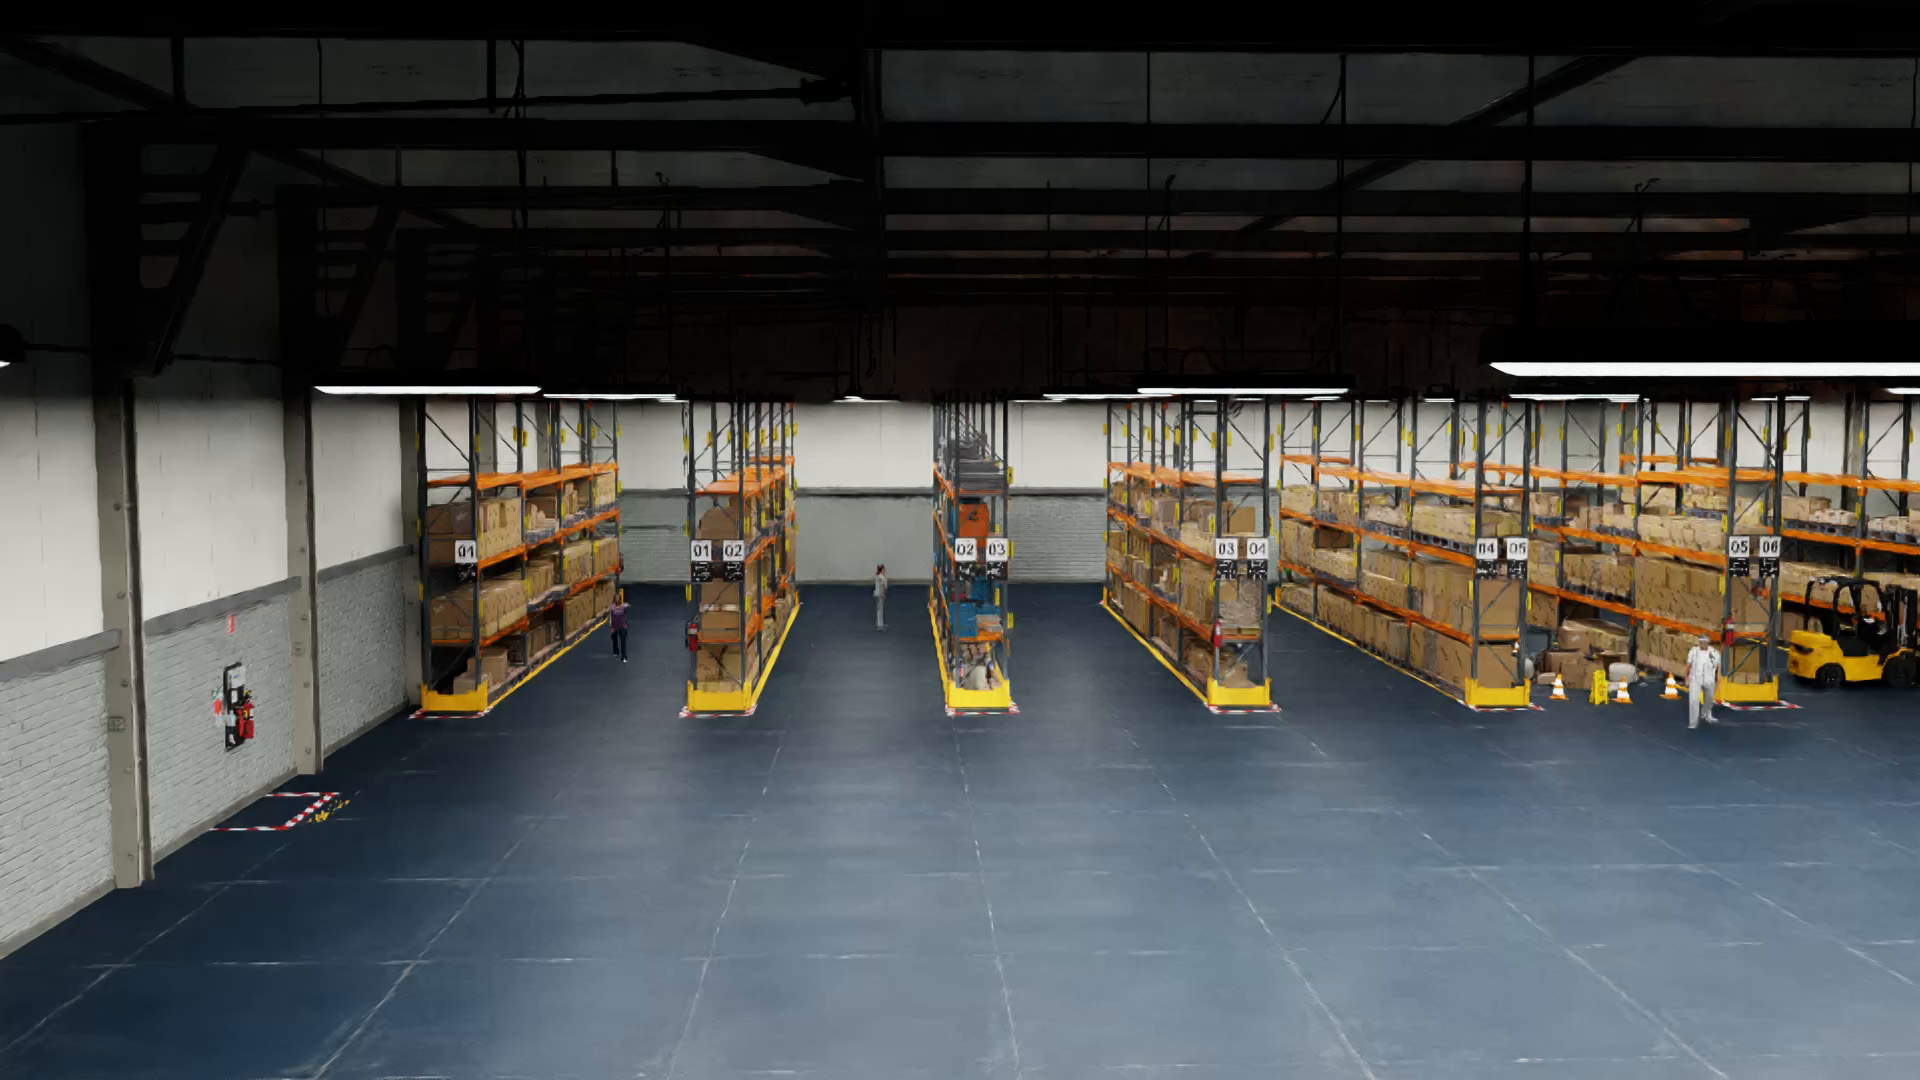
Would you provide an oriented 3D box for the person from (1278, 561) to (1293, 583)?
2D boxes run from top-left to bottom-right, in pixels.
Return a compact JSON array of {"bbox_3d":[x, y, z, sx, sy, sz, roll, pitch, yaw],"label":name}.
[{"bbox_3d":[10.203,0.611,51.672,0.495,1.773,0.631,-4,6,-41],"label":"person"}]

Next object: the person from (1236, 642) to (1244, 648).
[{"bbox_3d":[6.644,1.661,39.188,0.588,1.700,1.193,0,5,-4],"label":"person"}]

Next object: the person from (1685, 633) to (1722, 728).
[{"bbox_3d":[13.197,2.465,29.534,0.585,1.697,0.979,2,5,19],"label":"person"}]

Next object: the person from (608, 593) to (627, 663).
[{"bbox_3d":[-7.588,1.938,36.865,0.409,1.533,0.957,-1,5,-11],"label":"person"}]

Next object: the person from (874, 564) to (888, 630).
[{"bbox_3d":[-1.969,1.432,42.182,0.454,1.679,0.539,-3,5,-30],"label":"person"}]
